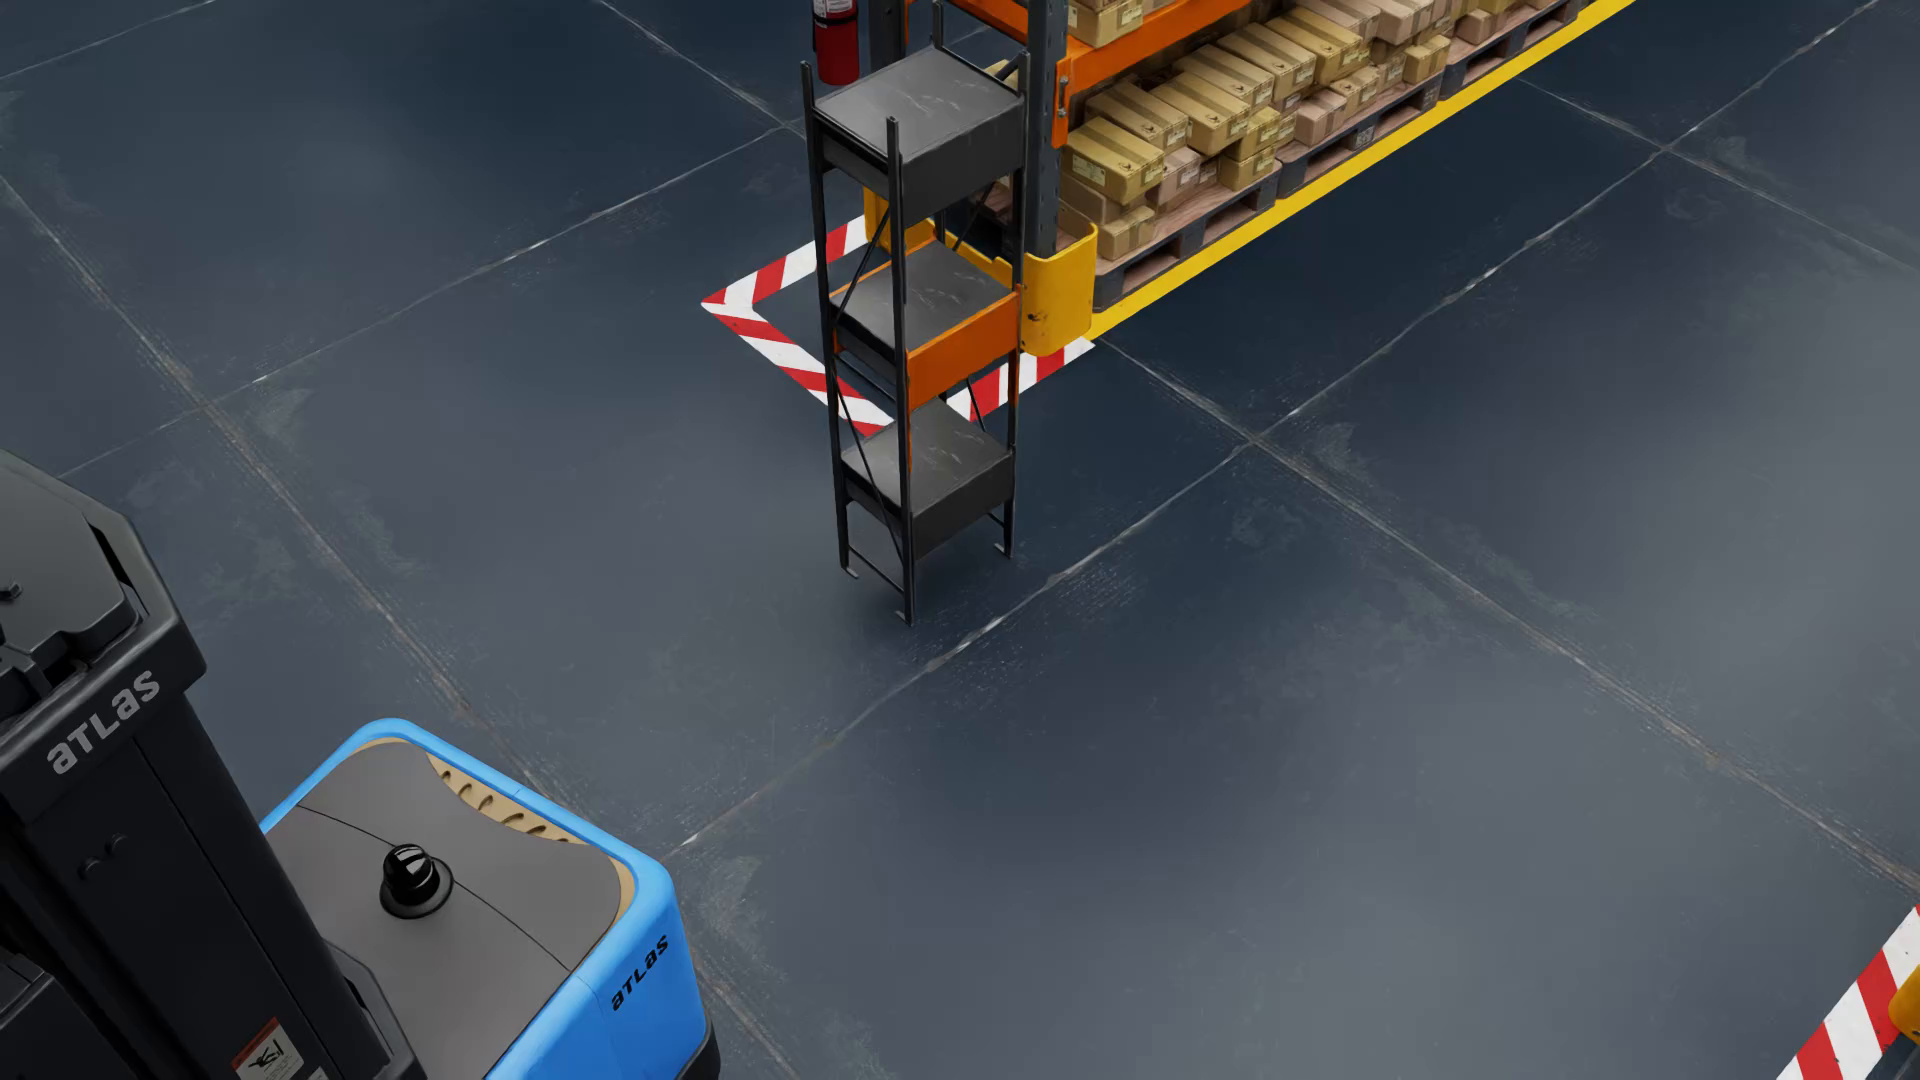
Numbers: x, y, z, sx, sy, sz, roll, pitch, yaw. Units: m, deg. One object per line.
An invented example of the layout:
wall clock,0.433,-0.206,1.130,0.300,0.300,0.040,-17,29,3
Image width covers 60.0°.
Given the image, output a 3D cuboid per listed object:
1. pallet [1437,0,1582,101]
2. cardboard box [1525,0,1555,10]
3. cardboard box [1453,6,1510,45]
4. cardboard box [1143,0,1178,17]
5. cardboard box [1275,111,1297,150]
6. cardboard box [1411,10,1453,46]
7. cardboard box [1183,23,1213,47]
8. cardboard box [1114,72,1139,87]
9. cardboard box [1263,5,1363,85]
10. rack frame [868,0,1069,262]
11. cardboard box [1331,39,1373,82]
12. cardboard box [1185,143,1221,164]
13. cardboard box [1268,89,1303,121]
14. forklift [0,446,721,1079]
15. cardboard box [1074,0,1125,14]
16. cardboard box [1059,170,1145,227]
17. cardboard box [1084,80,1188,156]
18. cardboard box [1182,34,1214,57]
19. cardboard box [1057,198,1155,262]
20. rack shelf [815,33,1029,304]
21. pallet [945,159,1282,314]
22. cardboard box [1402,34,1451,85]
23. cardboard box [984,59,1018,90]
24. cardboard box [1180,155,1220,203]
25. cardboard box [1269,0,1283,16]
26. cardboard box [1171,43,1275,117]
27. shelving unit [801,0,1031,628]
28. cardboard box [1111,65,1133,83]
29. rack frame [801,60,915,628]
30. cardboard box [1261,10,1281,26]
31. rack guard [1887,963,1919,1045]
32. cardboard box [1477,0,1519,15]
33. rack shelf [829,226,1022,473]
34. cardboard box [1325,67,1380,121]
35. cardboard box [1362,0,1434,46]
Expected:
pallet,2.496,-2.808,8.698,1.213,0.211,1.003,-34,56,-27
cardboard box,2.908,-2.902,8.541,0.250,0.149,0.380,-33,55,-27
cardboard box,2.508,-2.653,8.311,0.250,0.149,0.380,-36,57,-28
cardboard box,0.630,-2.173,6.385,0.250,0.149,0.380,-32,55,-26
cardboard box,1.318,-1.933,7.647,0.250,0.149,0.380,-34,56,-27
cardboard box,2.145,-2.563,8.026,0.250,0.149,0.380,-32,55,-26
cardboard box,0.957,-2.451,7.720,0.250,0.149,0.380,-32,55,-26
cardboard box,0.592,-2.078,7.578,0.250,0.149,0.380,-36,57,-28
cardboard box,1.586,-2.241,7.526,0.250,0.149,0.380,-33,55,-27
rack frame,0.010,-2.128,6.172,0.127,3.000,1.000,-34,56,-27
cardboard box,1.707,-2.333,7.813,0.250,0.149,0.380,-31,55,-26
cardboard box,0.932,-1.797,7.319,0.250,0.149,0.380,-33,55,-27
cardboard box,1.327,-2.048,7.550,0.380,0.149,0.250,36,57,29
forklift,-1.877,1.290,3.065,1.130,2.935,3.031,24,52,21
cardboard box,0.528,-2.334,6.092,0.500,0.500,0.500,-31,55,-26
cardboard box,0.570,-1.524,7.067,0.250,0.149,0.380,-32,55,-26
cardboard box,0.749,-1.781,7.102,0.250,0.149,0.380,-33,55,-27
cardboard box,0.966,-2.341,7.821,0.250,0.149,0.380,-33,55,-27
cardboard box,0.613,-1.388,7.144,0.250,0.149,0.380,-33,55,-26
rack shelf,-0.122,-1.096,4.898,0.480,0.518,0.431,-34,56,-27
pallet,0.691,-1.602,7.585,1.213,0.211,1.003,-34,56,-27
cardboard box,2.143,-2.390,8.068,0.250,0.149,0.380,-34,56,-27
cardboard box,0.231,-1.905,7.216,0.250,0.149,0.380,-33,55,-27
cardboard box,0.930,-1.689,7.421,0.250,0.149,0.380,-33,55,-27
cardboard box,1.402,-2.666,7.918,0.250,0.149,0.380,-33,56,-27
cardboard box,1.149,-2.004,7.307,0.380,0.149,0.250,36,57,29
shelving unit,-0.122,-0.630,5.403,0.503,2.100,0.431,-34,56,-27
cardboard box,0.562,-2.195,7.483,0.250,0.149,0.380,-35,56,-28
rack frame,-0.303,-0.510,5.291,0.015,2.100,0.400,-34,56,-27
cardboard box,1.353,-2.609,8.068,0.250,0.149,0.380,-33,55,-27
rack guard,3.254,1.479,4.545,0.348,0.500,1.175,-34,56,-27
cardboard box,2.572,-2.771,8.217,0.250,0.149,0.380,-36,57,-28
rack shelf,-0.122,-0.621,5.413,0.480,0.518,0.431,-34,56,-27
cardboard box,1.748,-2.160,7.856,0.250,0.149,0.380,-34,56,-27
cardboard box,1.966,-2.480,7.747,0.250,0.149,0.380,-36,57,-28
